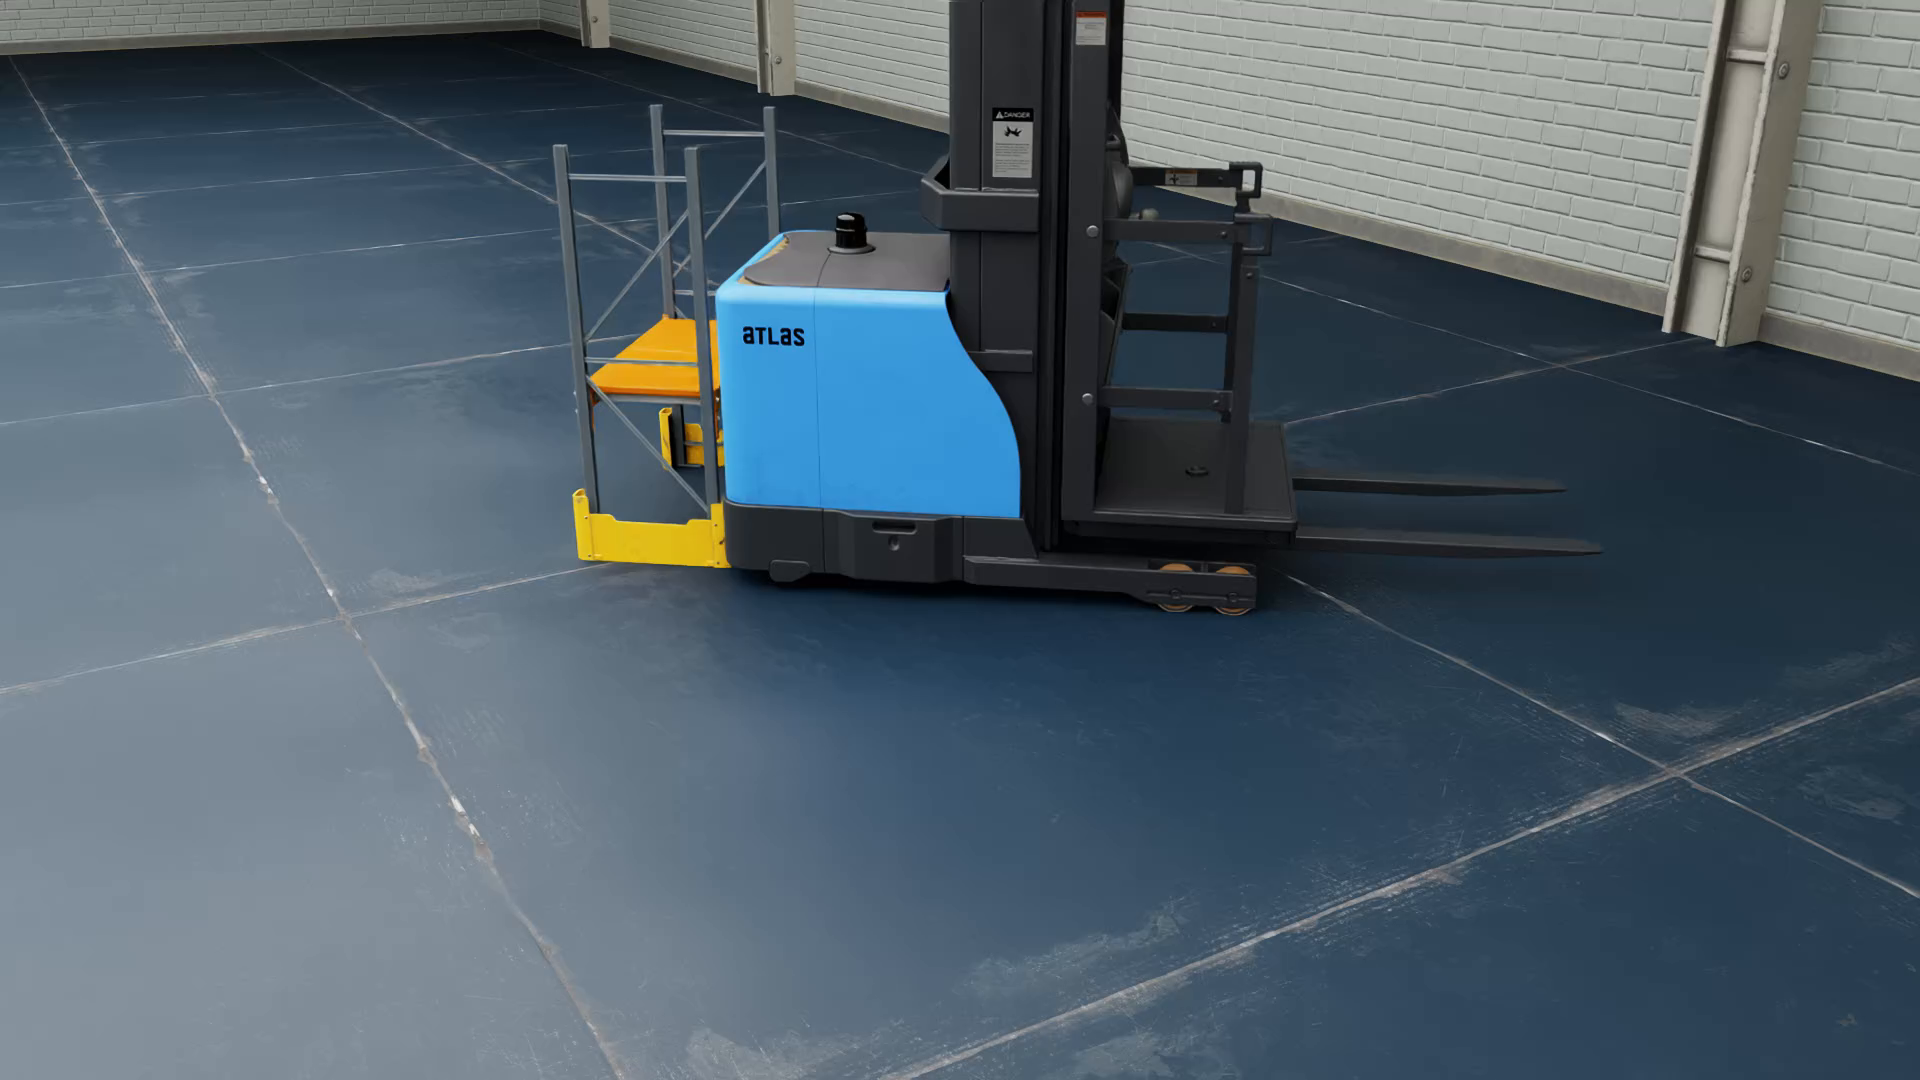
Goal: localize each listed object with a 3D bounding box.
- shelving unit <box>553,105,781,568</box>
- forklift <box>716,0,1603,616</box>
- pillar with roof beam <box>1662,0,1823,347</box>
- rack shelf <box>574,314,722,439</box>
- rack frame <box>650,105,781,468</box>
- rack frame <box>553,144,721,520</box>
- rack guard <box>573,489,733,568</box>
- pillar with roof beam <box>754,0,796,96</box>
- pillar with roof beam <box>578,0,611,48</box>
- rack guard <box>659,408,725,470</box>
[{"bbox_3d":[-1.042,-0.807,6.303,0.587,1.500,1.083,3,22,8],"label":"shelving unit"},{"bbox_3d":[0.721,-1.312,5.647,3.031,2.935,1.130,3,22,7],"label":"forklift"},{"bbox_3d":[0.386,-4.457,5.326,9.100,9.000,0.400,-13,25,-28],"label":"pillar with roof beam"},{"bbox_3d":[-1.040,-0.644,6.379,0.538,0.185,1.000,3,22,8],"label":"rack shelf"},{"bbox_3d":[-0.965,-1.000,6.777,0.500,1.500,0.032,3,22,8],"label":"rack frame"},{"bbox_3d":[-1.117,-0.621,5.846,0.500,1.500,0.032,3,22,8],"label":"rack frame"},{"bbox_3d":[-1.115,-0.043,6.082,0.587,0.250,0.087,3,22,8],"label":"rack guard"},{"bbox_3d":[-5.744,-8.342,14.883,9.100,9.000,0.400,-13,25,-28],"label":"pillar with roof beam"},{"bbox_3d":[-8.808,-10.284,19.662,9.100,9.000,0.400,-13,25,-28],"label":"pillar with roof beam"},{"bbox_3d":[-0.966,-0.413,6.994,0.587,0.250,0.087,3,22,8],"label":"rack guard"}]
